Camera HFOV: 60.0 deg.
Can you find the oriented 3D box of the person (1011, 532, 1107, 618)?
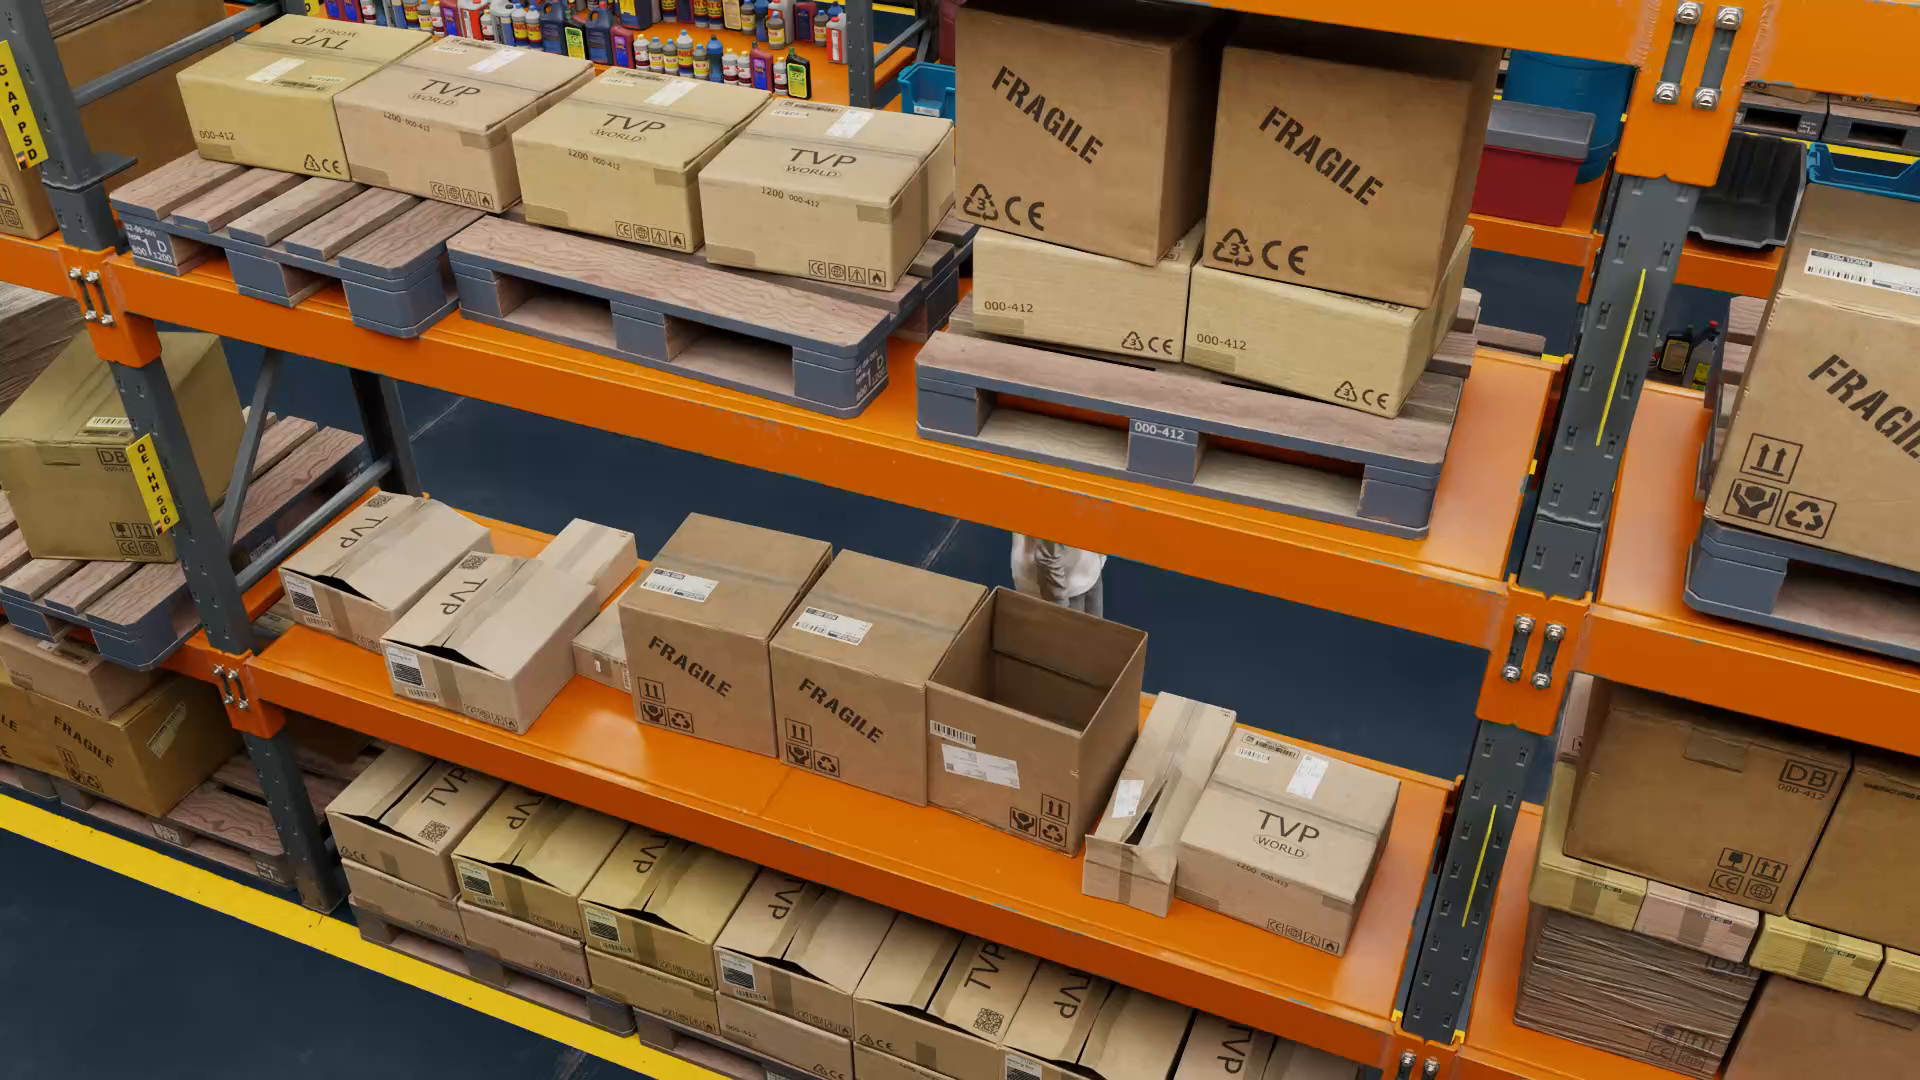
[{"bbox_3d":[0.442,0.132,6.624,0.465,1.771,0.592,12,39,15],"label":"person"}]
